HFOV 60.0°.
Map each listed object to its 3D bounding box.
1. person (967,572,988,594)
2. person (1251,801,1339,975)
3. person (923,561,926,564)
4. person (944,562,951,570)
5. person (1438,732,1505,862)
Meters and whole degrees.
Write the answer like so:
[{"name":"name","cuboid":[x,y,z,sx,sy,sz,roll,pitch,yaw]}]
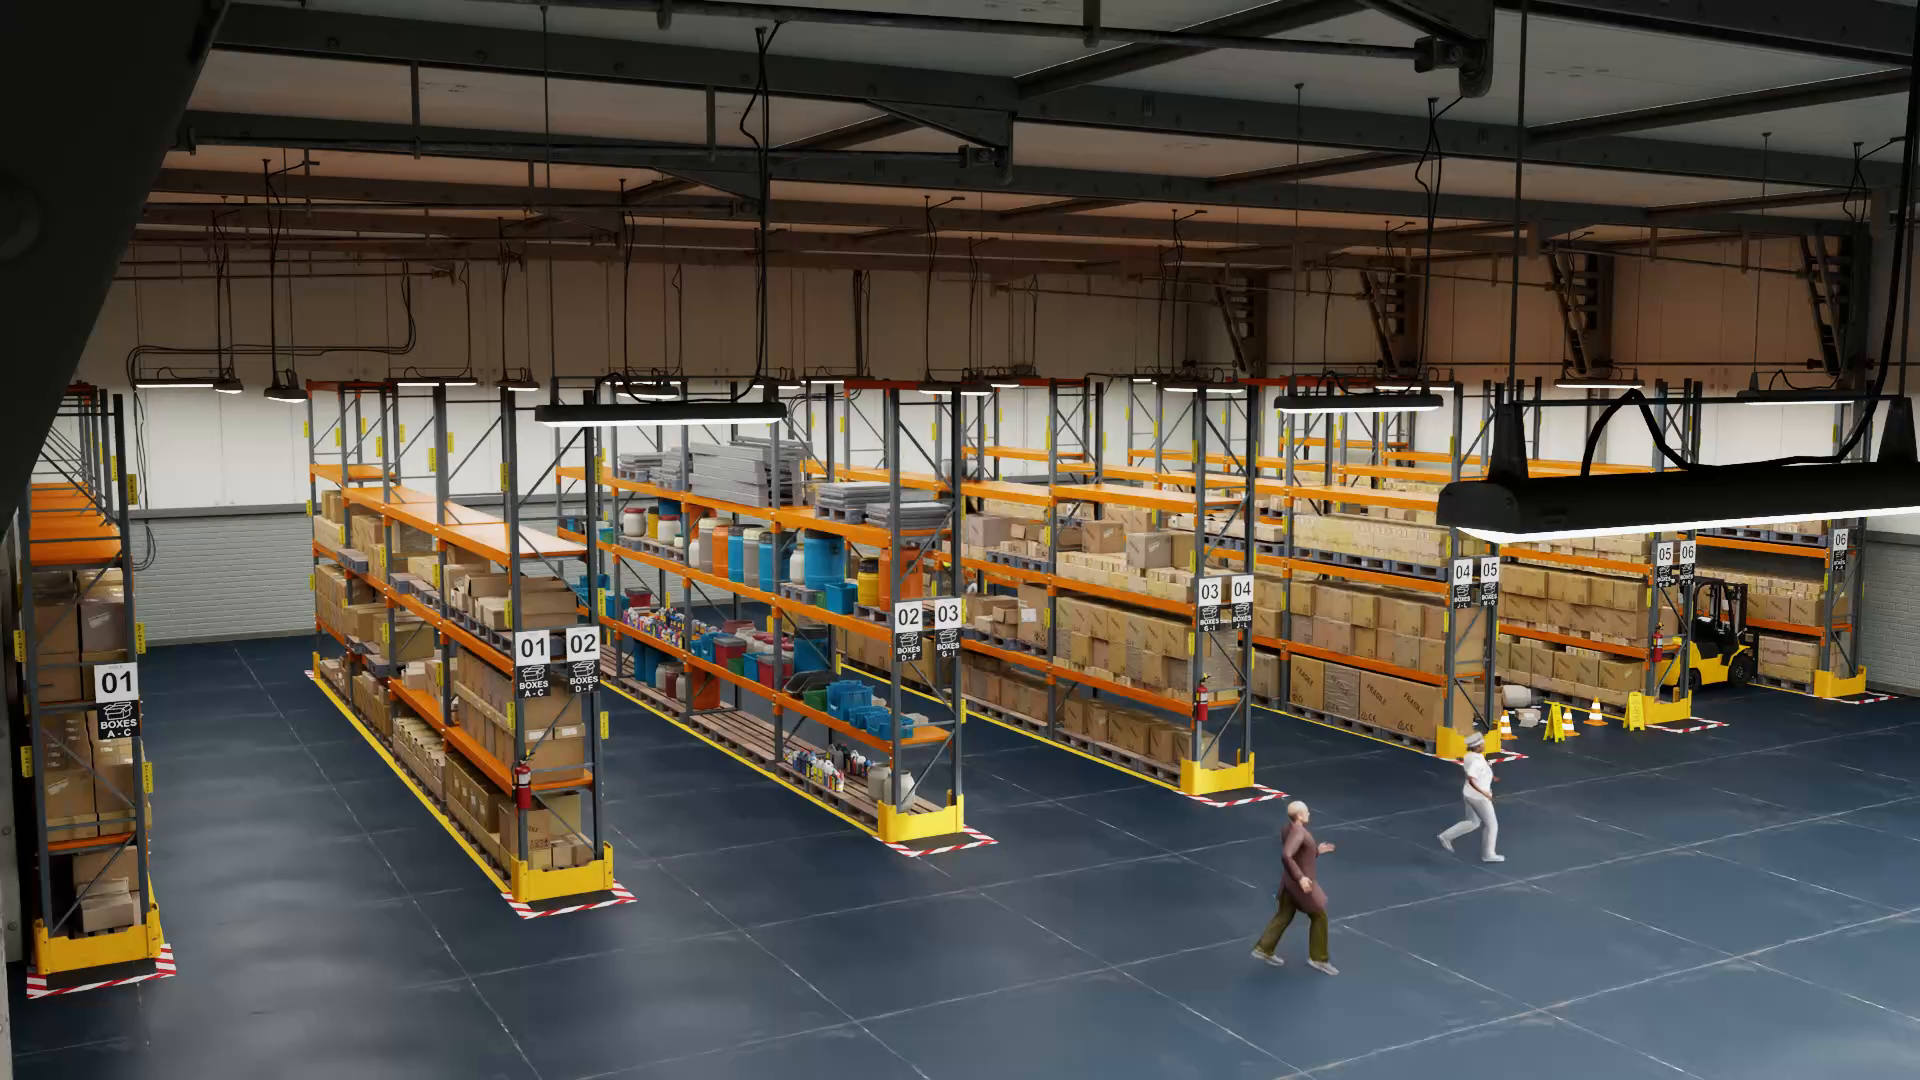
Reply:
[{"name":"person","cuboid":[0.388,1.530,37.568,0.577,1.663,0.838,-3,7,-28]},{"name":"person","cuboid":[3.480,3.609,17.222,0.904,1.837,0.677,-1,6,-12]},{"name":"person","cuboid":[-0.953,1.311,39.903,0.658,1.616,0.568,1,6,12]},{"name":"person","cuboid":[-0.280,1.370,38.582,0.694,1.722,0.588,-3,7,-28]},{"name":"person","cuboid":[6.522,3.257,21.087,0.834,1.669,0.588,0,6,-3]}]
